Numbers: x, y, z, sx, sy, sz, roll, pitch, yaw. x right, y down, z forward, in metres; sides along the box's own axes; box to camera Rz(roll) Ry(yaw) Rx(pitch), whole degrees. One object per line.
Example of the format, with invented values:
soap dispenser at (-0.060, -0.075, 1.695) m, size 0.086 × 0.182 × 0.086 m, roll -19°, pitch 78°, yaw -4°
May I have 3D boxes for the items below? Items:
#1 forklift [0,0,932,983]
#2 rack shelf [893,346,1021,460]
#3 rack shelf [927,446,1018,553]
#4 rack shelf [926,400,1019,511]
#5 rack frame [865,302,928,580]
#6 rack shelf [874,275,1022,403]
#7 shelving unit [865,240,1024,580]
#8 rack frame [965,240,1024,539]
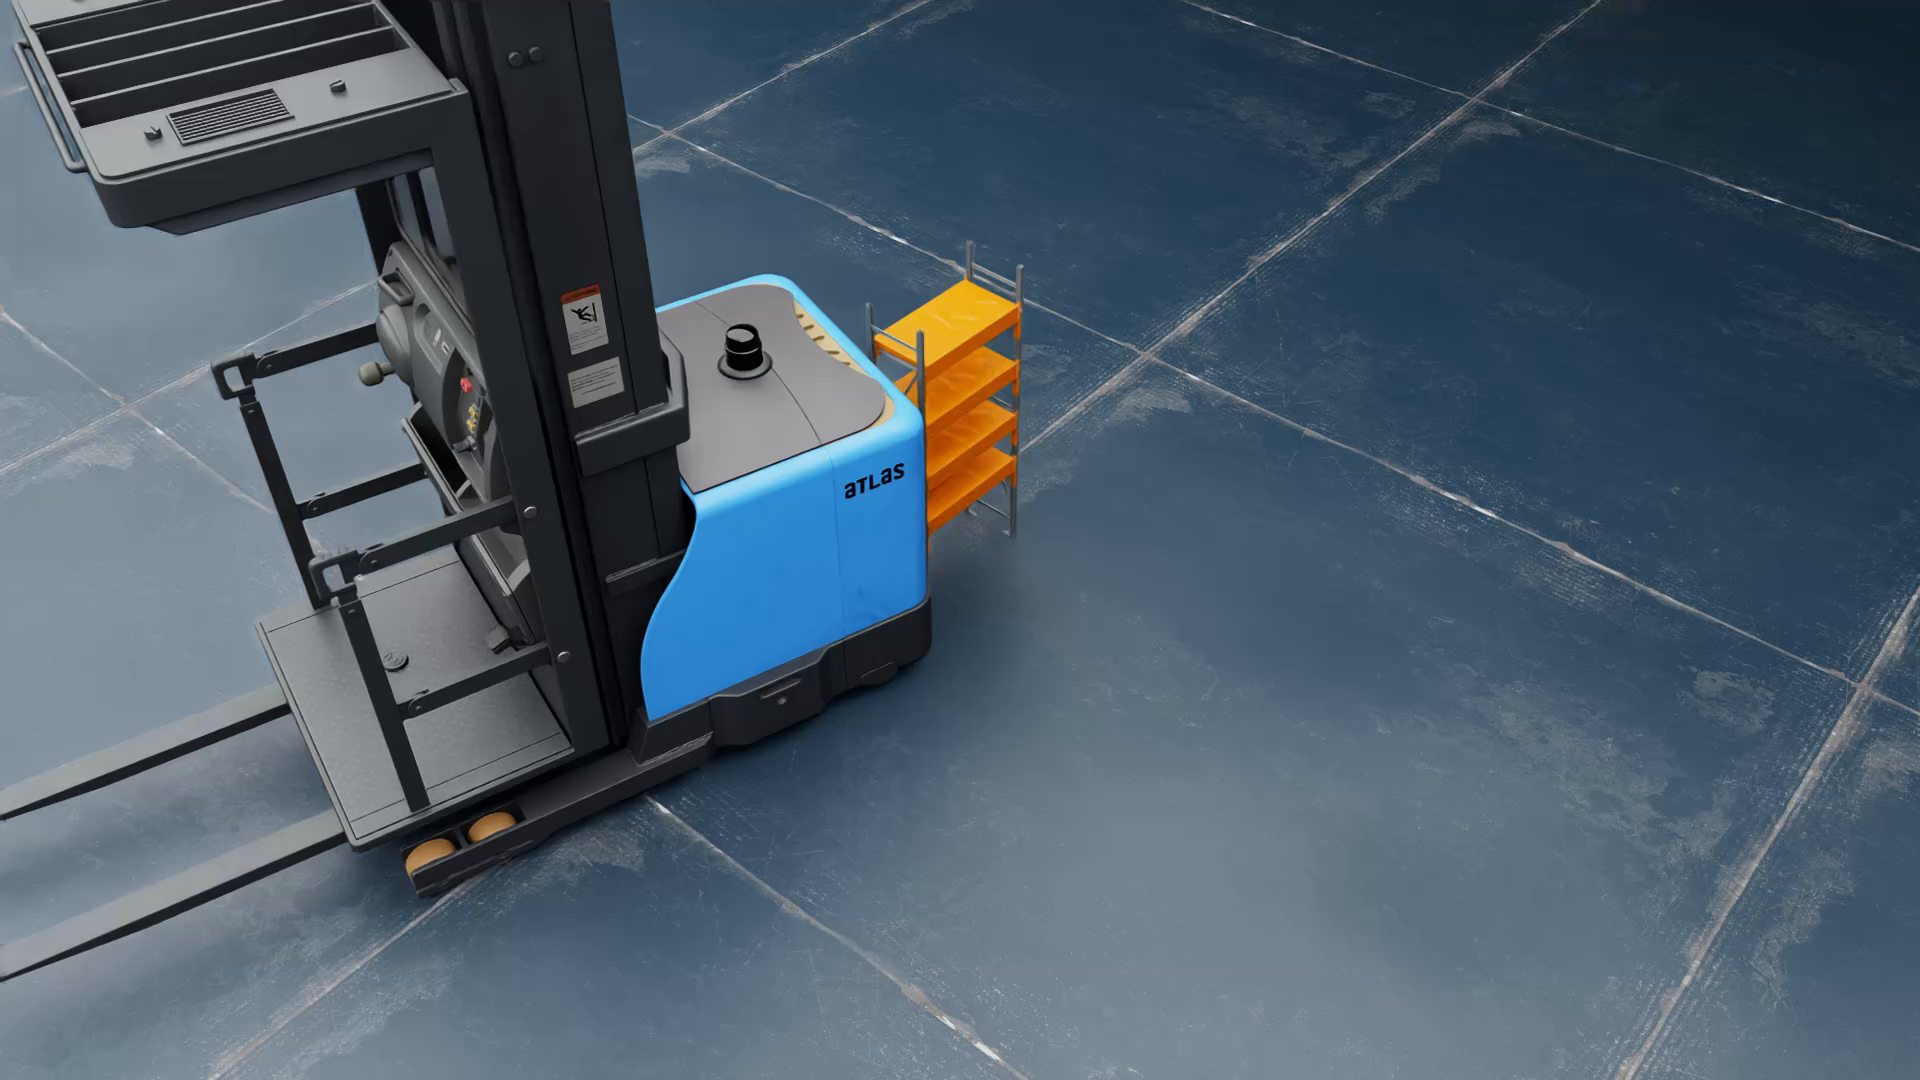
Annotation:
forklift at (-1.619, -0.419, 4.533) m, size 3.031 × 2.935 × 1.130 m, roll -23°, pitch 47°, yaw -23°
rack shelf at (-0.046, -0.496, 5.671) m, size 0.258 × 0.148 × 0.480 m, roll 31°, pitch 50°, yaw 29°
rack shelf at (-0.046, -0.183, 5.955) m, size 0.258 × 0.148 × 0.480 m, roll 31°, pitch 50°, yaw 29°
rack shelf at (-0.046, -0.330, 5.821) m, size 0.258 × 0.148 × 0.480 m, roll 31°, pitch 50°, yaw 29°
rack frame at (-0.207, -0.257, 5.640) m, size 0.240 × 1.200 × 0.015 m, roll 31°, pitch 50°, yaw 29°
rack shelf at (-0.046, -0.671, 5.512) m, size 0.258 × 0.148 × 0.480 m, roll 31°, pitch 50°, yaw 29°
shelving unit at (-0.046, -0.380, 5.776) m, size 0.258 × 1.200 × 0.503 m, roll 31°, pitch 50°, yaw 29°
rack frame at (0.115, -0.503, 5.912) m, size 0.240 × 1.200 × 0.015 m, roll 31°, pitch 50°, yaw 29°
